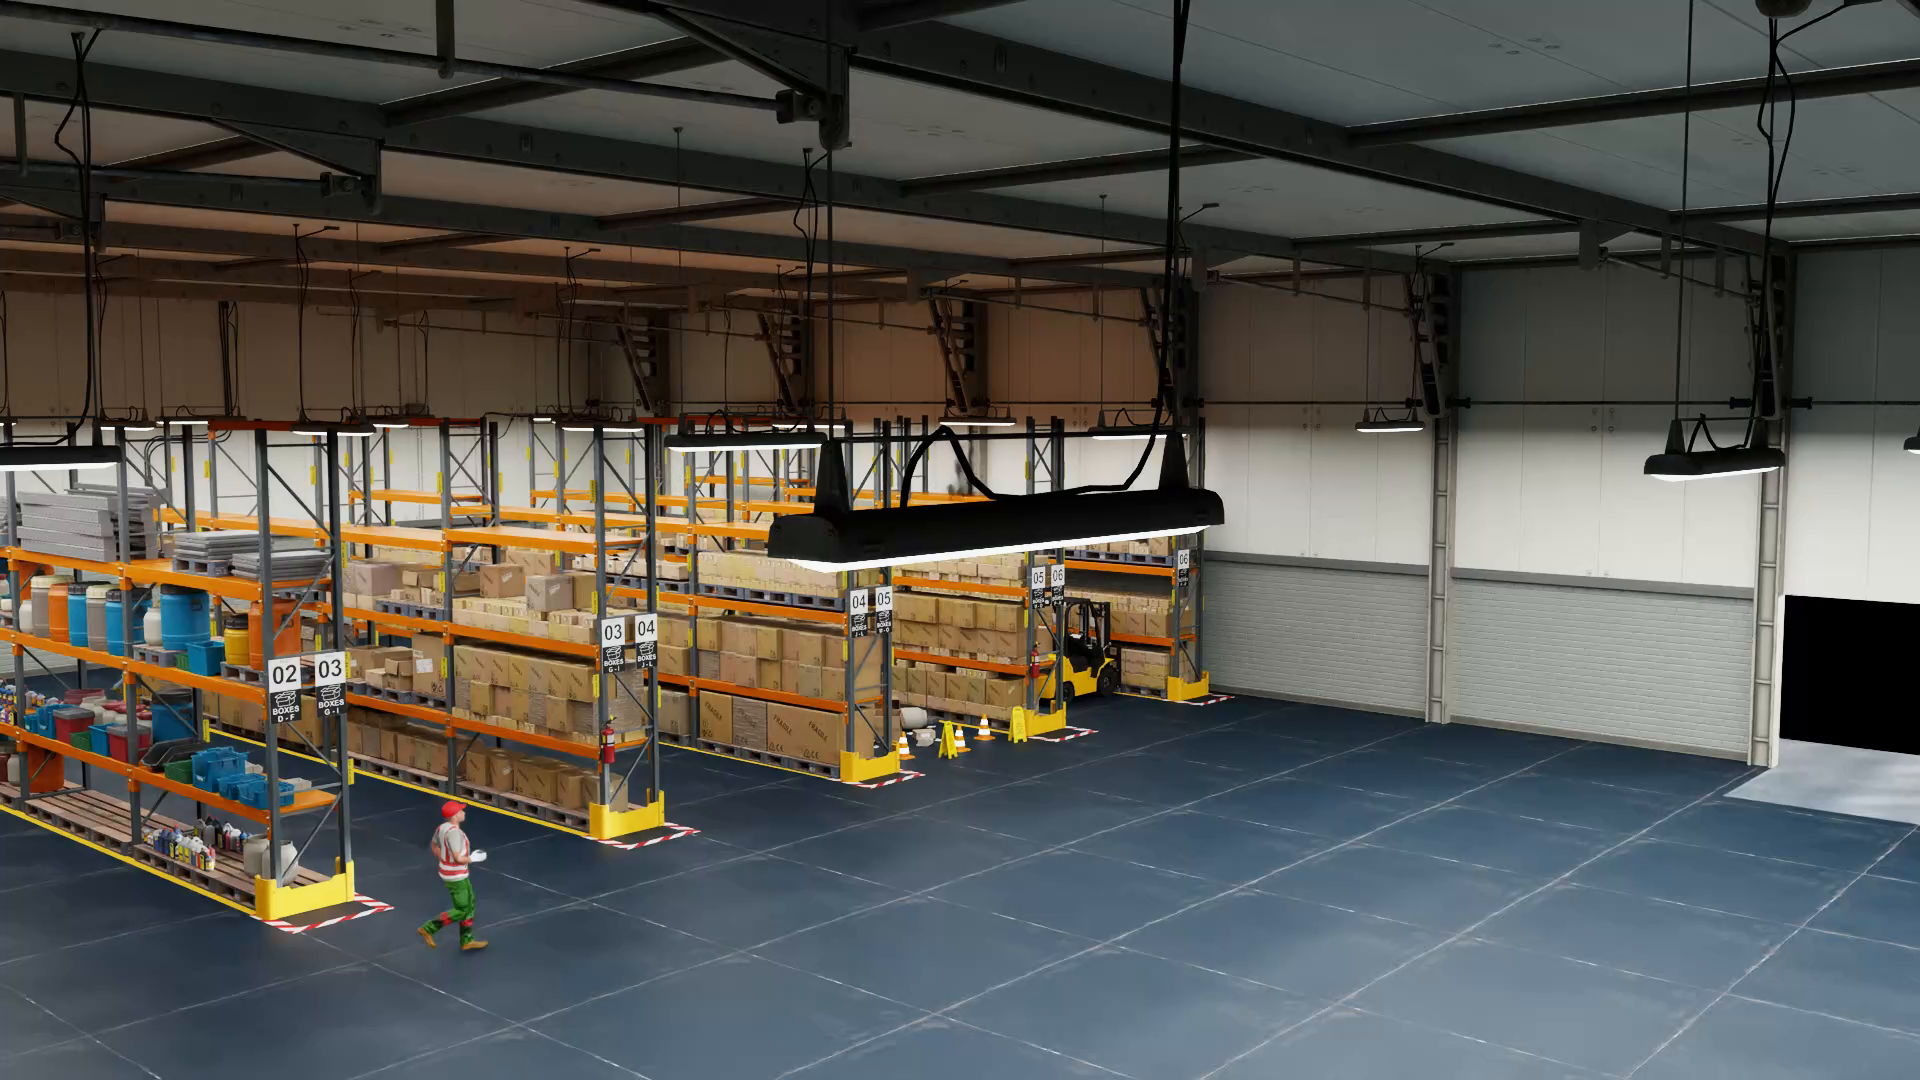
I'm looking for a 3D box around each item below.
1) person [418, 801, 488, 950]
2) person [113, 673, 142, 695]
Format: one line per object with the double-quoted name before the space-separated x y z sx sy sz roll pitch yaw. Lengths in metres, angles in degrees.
"person" -5.823 3.863 19.095 0.738 1.758 0.658 -3 5 -29
"person" -17.726 2.513 35.741 0.779 1.755 0.900 4 6 37
